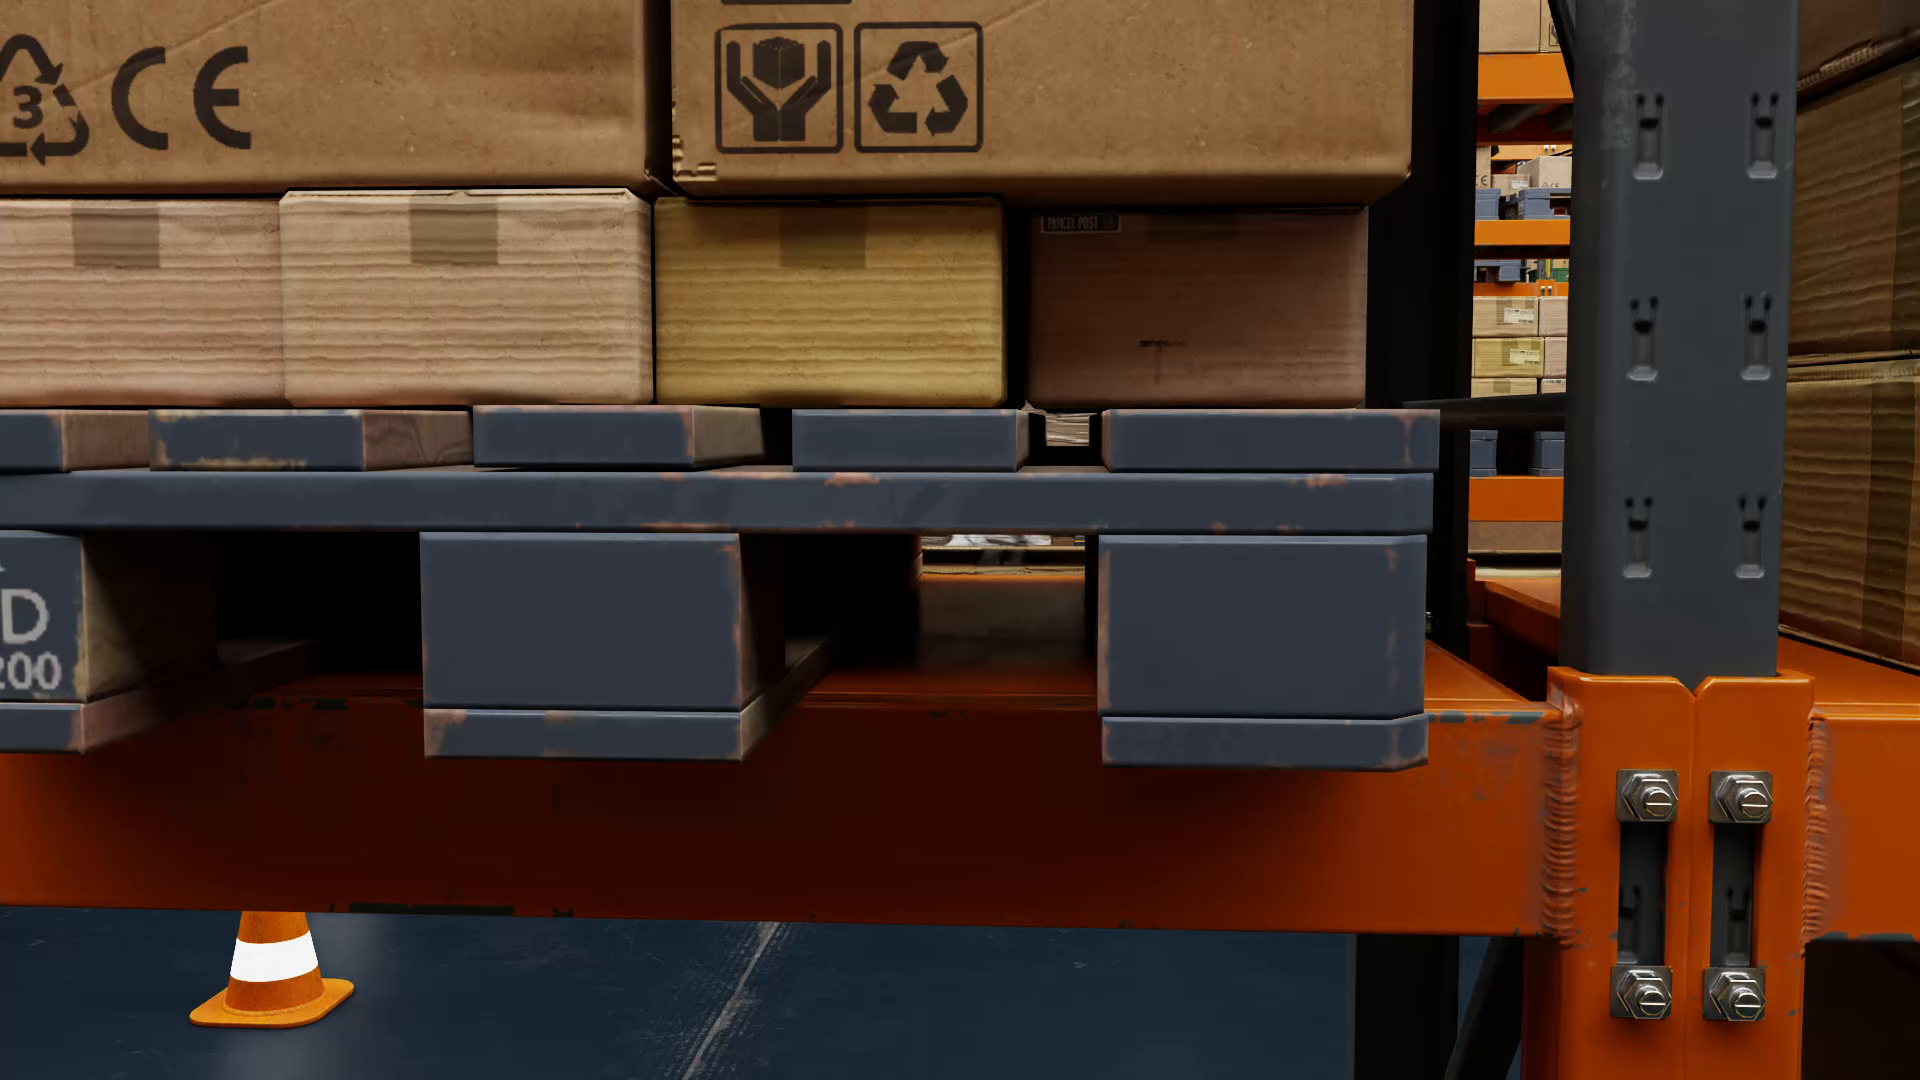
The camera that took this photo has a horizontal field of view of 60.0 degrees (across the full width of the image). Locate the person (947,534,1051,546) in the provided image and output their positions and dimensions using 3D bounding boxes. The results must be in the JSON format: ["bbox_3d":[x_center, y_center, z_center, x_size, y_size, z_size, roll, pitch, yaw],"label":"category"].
[{"bbox_3d":[0.340,0.174,10.194,0.891,1.215,0.580,0,4,4],"label":"person"}]
